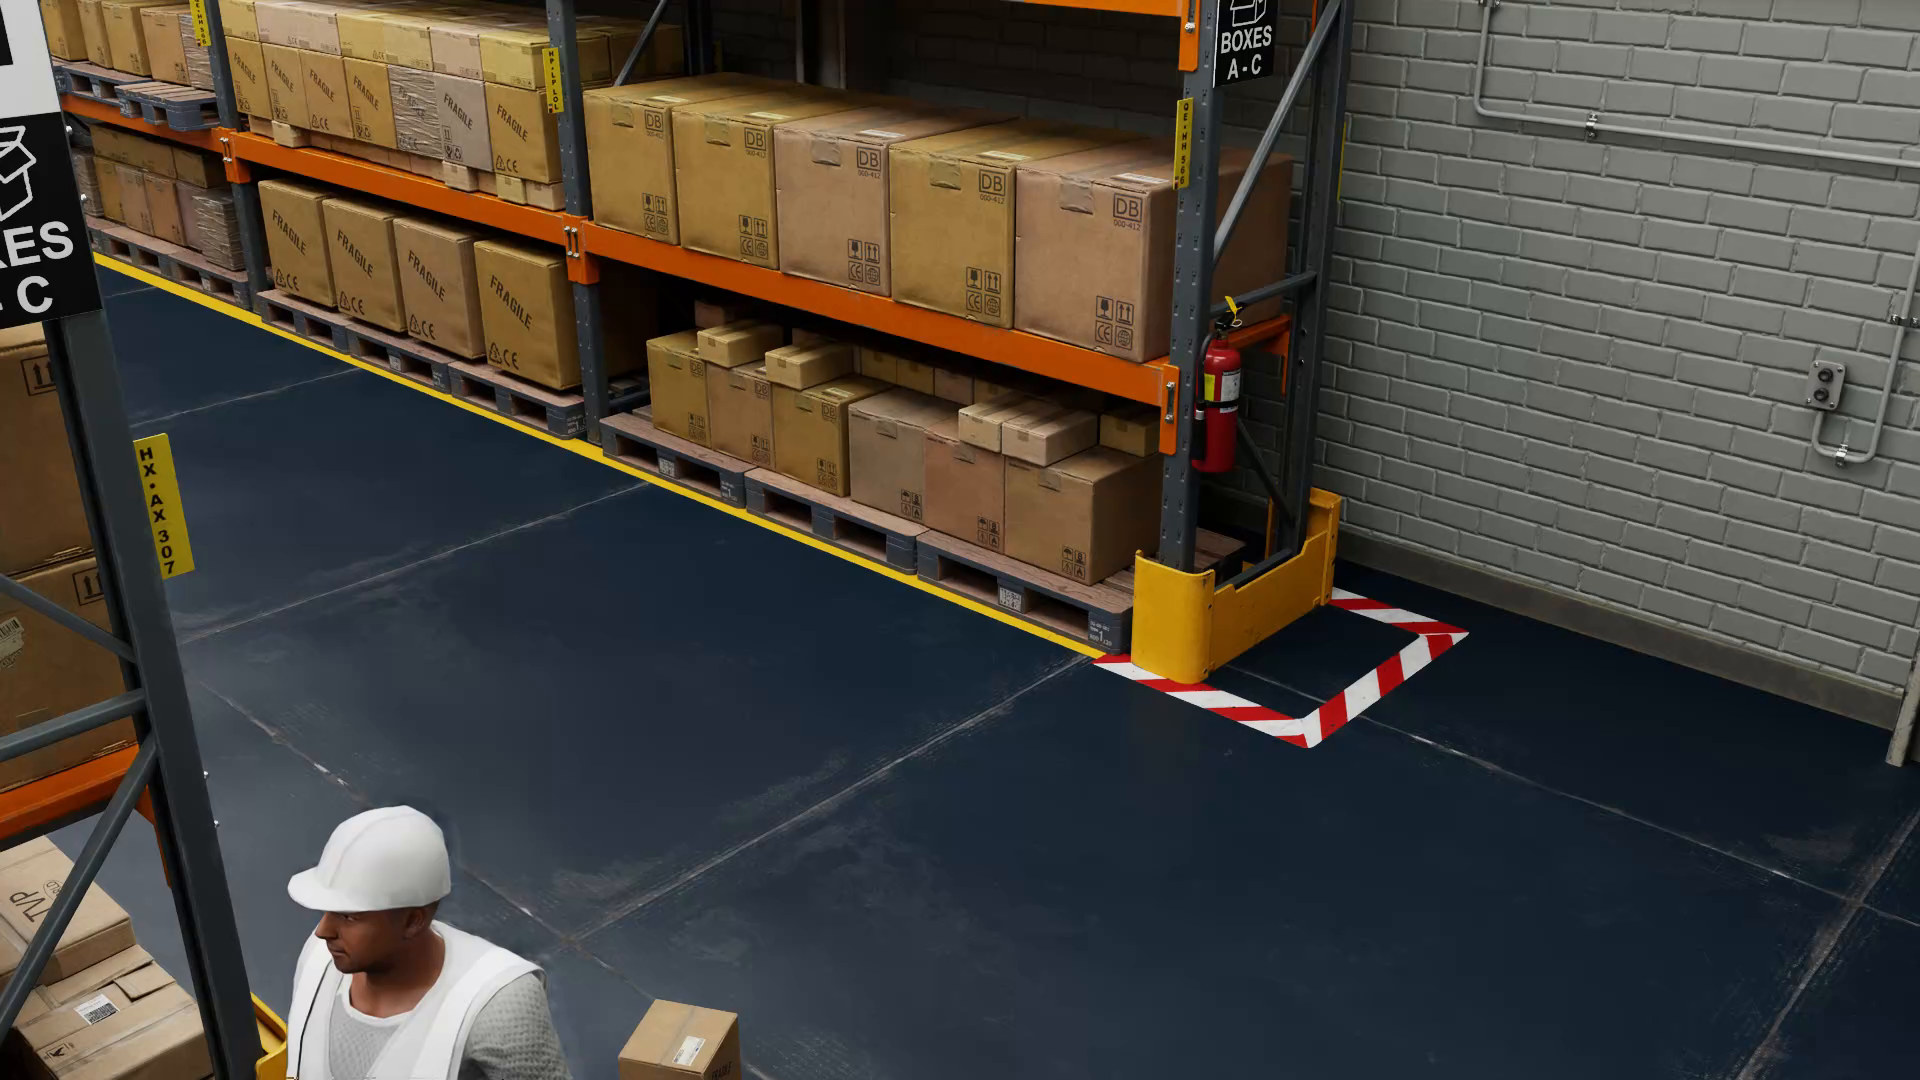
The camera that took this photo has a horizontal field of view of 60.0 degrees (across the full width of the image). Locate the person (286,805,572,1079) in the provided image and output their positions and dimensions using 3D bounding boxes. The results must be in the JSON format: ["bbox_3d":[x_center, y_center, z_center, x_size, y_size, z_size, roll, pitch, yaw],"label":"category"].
[{"bbox_3d":[-1.042,1.296,3.092,0.605,1.731,0.999,12,27,26],"label":"person"}]
